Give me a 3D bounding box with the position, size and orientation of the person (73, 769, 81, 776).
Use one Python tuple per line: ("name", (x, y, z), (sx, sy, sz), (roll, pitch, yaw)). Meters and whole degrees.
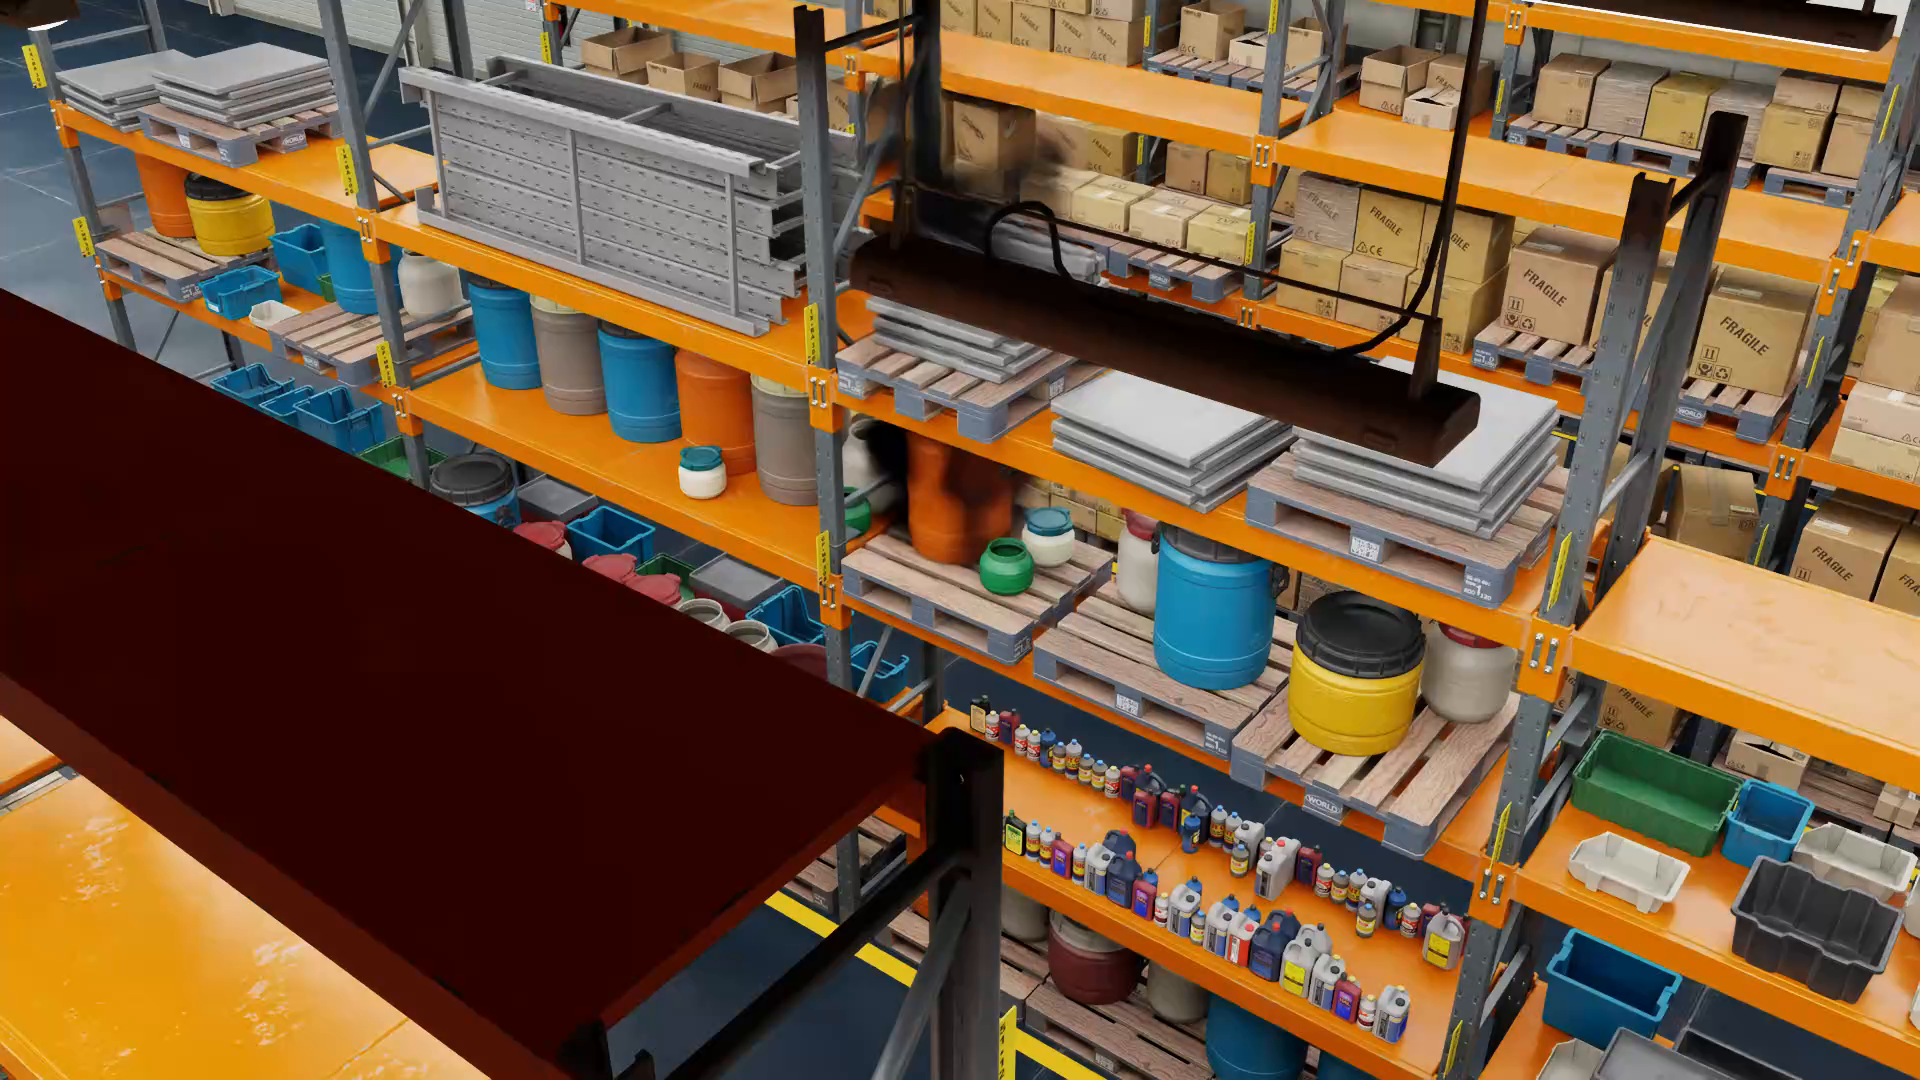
("person", (-5.610, 1.572, 11.056), (0.845, 1.771, 0.605), (14, 34, 22))
